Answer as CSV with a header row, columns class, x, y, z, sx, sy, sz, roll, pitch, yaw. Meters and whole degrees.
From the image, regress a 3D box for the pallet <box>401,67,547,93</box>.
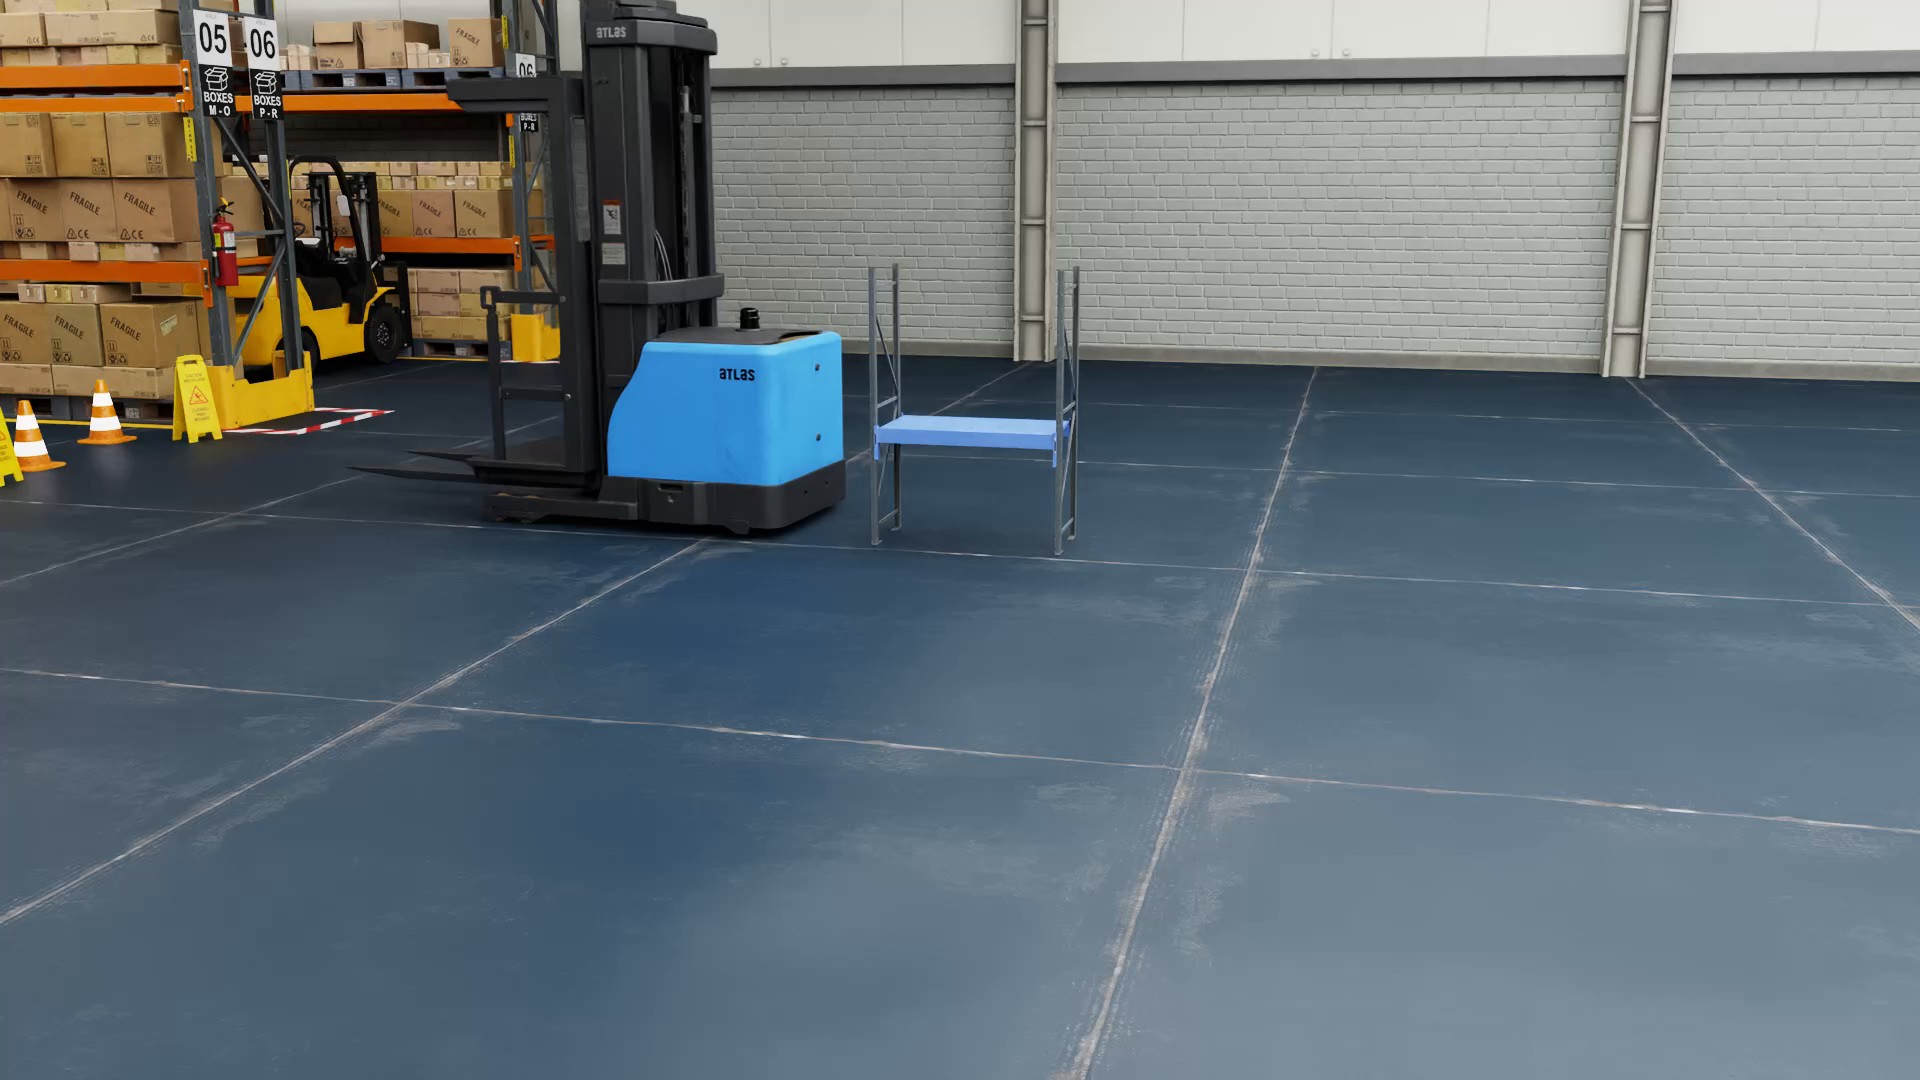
class,x,y,z,sx,sy,sz,roll,pitch,yaw
pallet,-5.241,-4.973,18.004,1.213,0.211,1.003,3,13,14

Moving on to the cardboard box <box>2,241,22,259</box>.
class,x,y,z,sx,sy,sz,roll,pitch,yaw
cardboard box,-7.640,-2.401,13.711,0.250,0.149,0.380,3,13,14

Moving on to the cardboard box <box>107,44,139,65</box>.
class,x,y,z,sx,sy,sz,roll,pitch,yaw
cardboard box,-6.409,-3.774,12.971,0.250,0.149,0.380,3,13,14

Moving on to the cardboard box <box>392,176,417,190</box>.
class,x,y,z,sx,sy,sz,roll,pitch,yaw
cardboard box,-5.966,-3.887,18.100,0.250,0.149,0.380,3,13,12

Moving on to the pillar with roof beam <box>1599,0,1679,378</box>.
class,x,y,z,sx,sy,sz,roll,pitch,yaw
pillar with roof beam,5.598,-5.136,11.609,0.400,9.000,9.100,3,13,14

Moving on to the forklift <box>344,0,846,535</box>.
class,x,y,z,sx,sy,sz,roll,pitch,yaw
forklift,-2.262,-1.629,9.809,3.031,2.935,1.130,4,13,18

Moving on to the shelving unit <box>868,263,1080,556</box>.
class,x,y,z,sx,sy,sz,roll,pitch,yaw
shelving unit,0.083,-0.728,9.051,1.048,1.500,0.538,3,13,14

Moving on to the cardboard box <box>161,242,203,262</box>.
class,x,y,z,sx,sy,sz,roll,pitch,yaw
cardboard box,-6.161,-2.318,13.335,0.250,0.149,0.380,4,13,15

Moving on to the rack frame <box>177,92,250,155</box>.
class,x,y,z,sx,sy,sz,roll,pitch,yaw
rack frame,-8.445,-3.718,19.065,0.127,3.000,1.000,3,13,14

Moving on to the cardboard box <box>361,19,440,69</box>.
class,x,y,z,sx,sy,sz,roll,pitch,yaw
cardboard box,-6.020,-5.323,17.944,0.500,0.500,0.700,3,13,14

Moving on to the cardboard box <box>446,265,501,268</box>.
class,x,y,z,sx,sy,sz,roll,pitch,yaw
cardboard box,-5.468,-2.951,18.678,0.500,0.250,0.500,3,13,14

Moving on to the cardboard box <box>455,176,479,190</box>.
class,x,y,z,sx,sy,sz,roll,pitch,yaw
cardboard box,-5.220,-3.842,17.895,0.250,0.149,0.380,3,13,14

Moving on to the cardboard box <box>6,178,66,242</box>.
class,x,y,z,sx,sy,sz,roll,pitch,yaw
cardboard box,-7.310,-2.684,13.488,0.500,0.500,0.500,3,13,13

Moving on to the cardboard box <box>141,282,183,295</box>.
class,x,y,z,sx,sy,sz,roll,pitch,yaw
cardboard box,-8.954,-2.788,19.388,0.625,0.625,0.875,4,13,16

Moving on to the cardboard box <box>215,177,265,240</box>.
class,x,y,z,sx,sy,sz,roll,pitch,yaw
cardboard box,-6.140,-2.743,13.754,0.500,0.500,0.500,3,13,13

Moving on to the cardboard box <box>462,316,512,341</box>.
class,x,y,z,sx,sy,sz,roll,pitch,yaw
cardboard box,-5.093,-2.331,18.192,0.500,0.250,0.500,3,13,14

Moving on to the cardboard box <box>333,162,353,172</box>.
class,x,y,z,sx,sy,sz,roll,pitch,yaw
cardboard box,-6.690,-4.090,18.328,0.250,0.149,0.380,3,13,14

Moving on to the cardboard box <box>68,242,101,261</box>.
class,x,y,z,sx,sy,sz,roll,pitch,yaw
cardboard box,-6.935,-2.332,13.401,0.250,0.149,0.380,3,13,15

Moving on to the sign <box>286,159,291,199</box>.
class,x,y,z,sx,sy,sz,roll,pitch,yaw
sign,-5.617,-3.003,13.844,0.005,0.325,0.100,3,13,14

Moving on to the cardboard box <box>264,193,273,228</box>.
class,x,y,z,sx,sy,sz,roll,pitch,yaw
cardboard box,-7.567,-3.665,18.597,0.500,0.500,0.500,3,13,15

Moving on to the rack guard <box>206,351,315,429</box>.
class,x,y,z,sx,sy,sz,roll,pitch,yaw
rack guard,-5.820,-1.250,13.712,0.348,0.500,1.175,3,13,14

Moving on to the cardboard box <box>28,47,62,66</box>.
class,x,y,z,sx,sy,sz,roll,pitch,yaw
cardboard box,-7.143,-3.825,13.201,0.250,0.149,0.380,3,13,13

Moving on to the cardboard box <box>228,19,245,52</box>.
class,x,y,z,sx,sy,sz,roll,pitch,yaw
cardboard box,-6.171,-4.085,13.453,0.500,0.250,0.500,3,13,13

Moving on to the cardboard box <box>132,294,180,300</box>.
class,x,y,z,sx,sy,sz,roll,pitch,yaw
cardboard box,-6.995,-1.822,14.169,0.500,0.500,0.500,3,13,11

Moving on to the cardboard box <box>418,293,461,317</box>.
class,x,y,z,sx,sy,sz,roll,pitch,yaw
cardboard box,-5.593,-2.605,18.272,0.500,0.250,0.500,3,13,13

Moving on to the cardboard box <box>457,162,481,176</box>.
class,x,y,z,sx,sy,sz,roll,pitch,yaw
cardboard box,-5.206,-4.001,17.928,0.250,0.149,0.380,3,13,14

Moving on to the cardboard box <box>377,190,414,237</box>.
class,x,y,z,sx,sy,sz,roll,pitch,yaw
cardboard box,-6.101,-3.585,18.234,0.500,0.500,0.500,3,13,12

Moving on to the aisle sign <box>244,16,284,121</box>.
class,x,y,z,sx,sy,sz,roll,pitch,yaw
aisle sign,-5.612,-3.797,13.421,0.004,0.787,0.394,3,13,14

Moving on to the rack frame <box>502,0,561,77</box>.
class,x,y,z,sx,sy,sz,roll,pitch,yaw
rack frame,-4.561,-6.439,17.479,0.127,3.000,1.000,3,13,14

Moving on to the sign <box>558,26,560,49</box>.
class,x,y,z,sx,sy,sz,roll,pitch,yaw
sign,-4.422,-5.556,18.226,0.005,0.325,0.100,3,13,14

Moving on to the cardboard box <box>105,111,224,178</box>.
class,x,y,z,sx,sy,sz,roll,pitch,yaw
cardboard box,-6.295,-3.129,13.185,0.500,0.500,0.700,3,13,12

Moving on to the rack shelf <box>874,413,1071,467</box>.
class,x,y,z,sx,sy,sz,roll,pitch,yaw
rack shelf,0.083,-0.552,9.090,1.000,0.185,0.538,3,13,14

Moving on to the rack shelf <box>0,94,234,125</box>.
class,x,y,z,sx,sy,sz,roll,pitch,yaw
rack shelf,-10.386,-4.935,19.286,4.000,0.370,1.077,3,13,14

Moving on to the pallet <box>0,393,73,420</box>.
class,x,y,z,sx,sy,sz,roll,pitch,yaw
pallet,-7.782,-1.222,14.254,1.213,0.211,1.003,3,13,14

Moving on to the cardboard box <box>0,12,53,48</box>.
class,x,y,z,sx,sy,sz,roll,pitch,yaw
cardboard box,-7.301,-4.025,13.183,0.500,0.250,0.500,3,13,15

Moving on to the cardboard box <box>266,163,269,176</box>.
class,x,y,z,sx,sy,sz,roll,pitch,yaw
cardboard box,-7.455,-4.109,18.411,0.250,0.149,0.380,3,13,15

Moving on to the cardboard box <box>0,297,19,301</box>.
class,x,y,z,sx,sy,sz,roll,pitch,yaw
cardboard box,-8.097,-1.762,13.899,0.500,0.500,0.500,4,13,16

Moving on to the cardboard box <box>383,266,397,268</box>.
class,x,y,z,sx,sy,sz,roll,pitch,yaw
cardboard box,-6.562,-2.896,18.433,0.500,0.250,0.500,3,13,12

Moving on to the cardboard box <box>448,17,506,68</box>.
class,x,y,z,sx,sy,sz,roll,pitch,yaw
cardboard box,-5.049,-5.249,17.610,0.500,0.500,0.500,3,13,15

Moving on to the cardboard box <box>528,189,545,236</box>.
class,x,y,z,sx,sy,sz,roll,pitch,yaw
cardboard box,-4.975,-3.643,18.497,0.500,0.500,0.500,3,13,15

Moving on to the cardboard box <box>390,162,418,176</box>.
class,x,y,z,sx,sy,sz,roll,pitch,yaw
cardboard box,-5.970,-4.028,18.048,0.250,0.149,0.380,3,13,15

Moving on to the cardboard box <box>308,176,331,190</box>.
class,x,y,z,sx,sy,sz,roll,pitch,yaw
cardboard box,-6.962,-3.939,18.333,0.250,0.149,0.380,3,13,12

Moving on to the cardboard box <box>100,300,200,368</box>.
class,x,y,z,sx,sy,sz,roll,pitch,yaw
cardboard box,-6.587,-1.682,13.535,0.500,0.500,0.500,3,13,14

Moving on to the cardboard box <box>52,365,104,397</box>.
class,x,y,z,sx,sy,sz,roll,pitch,yaw
cardboard box,-7.097,-1.343,13.739,0.500,0.250,0.500,3,13,14

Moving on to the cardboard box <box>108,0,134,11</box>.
class,x,y,z,sx,sy,sz,roll,pitch,yaw
cardboard box,-6.387,-4.174,12.936,0.250,0.149,0.380,3,13,15

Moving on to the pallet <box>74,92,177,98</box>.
class,x,y,z,sx,sy,sz,roll,pitch,yaw
pallet,-9.304,-5.132,18.955,1.217,0.209,0.805,3,13,11

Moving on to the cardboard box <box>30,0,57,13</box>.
class,x,y,z,sx,sy,sz,roll,pitch,yaw
cardboard box,-7.109,-4.222,13.150,0.250,0.149,0.380,3,13,14

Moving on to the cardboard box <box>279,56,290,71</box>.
class,x,y,z,sx,sy,sz,roll,pitch,yaw
cardboard box,-7.335,-5.186,18.138,0.250,0.149,0.380,3,13,15

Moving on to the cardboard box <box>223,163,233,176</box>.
class,x,y,z,sx,sy,sz,roll,pitch,yaw
cardboard box,-8.206,-4.149,18.596,0.250,0.149,0.380,3,13,15

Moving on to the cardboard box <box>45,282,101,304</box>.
class,x,y,z,sx,sy,sz,roll,pitch,yaw
cardboard box,-7.203,-2.017,13.549,0.250,0.149,0.380,3,13,14

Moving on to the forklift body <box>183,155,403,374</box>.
class,x,y,z,sx,sy,sz,roll,pitch,yaw
forklift body,-6.839,-2.810,16.935,1.214,2.155,2.313,3,13,14

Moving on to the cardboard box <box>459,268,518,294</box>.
class,x,y,z,sx,sy,sz,roll,pitch,yaw
cardboard box,-5.083,-2.819,18.085,0.500,0.250,0.500,4,13,15

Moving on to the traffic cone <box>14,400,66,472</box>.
class,x,y,z,sx,sy,sz,roll,pitch,yaw
traffic cone,-6.409,-0.728,11.445,0.334,0.463,0.336,3,13,14

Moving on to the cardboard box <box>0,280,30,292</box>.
class,x,y,z,sx,sy,sz,roll,pitch,yaw
cardboard box,-11.089,-2.903,19.908,0.625,0.625,0.875,3,13,15

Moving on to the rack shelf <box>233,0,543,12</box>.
class,x,y,z,sx,sy,sz,roll,pitch,yaw
rack shelf,-6.503,-5.996,18.068,4.000,0.370,1.077,3,13,14
